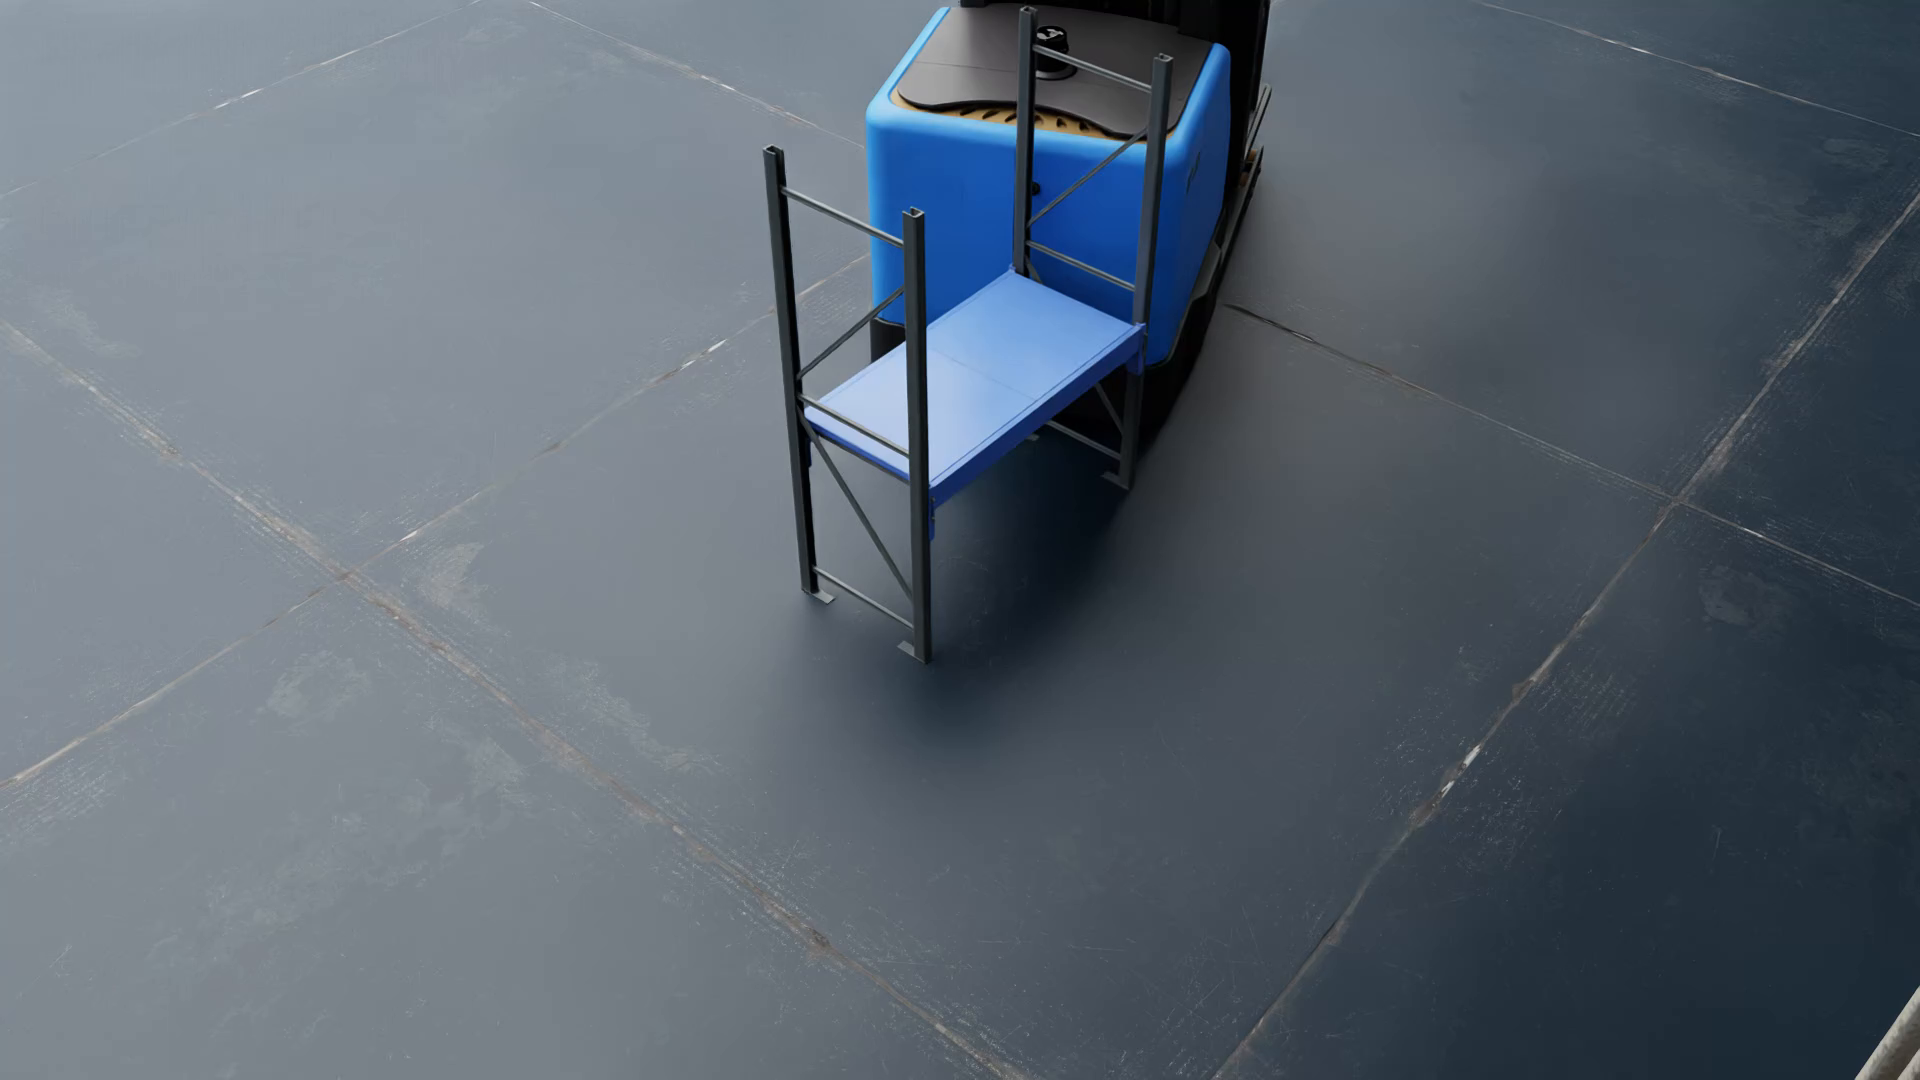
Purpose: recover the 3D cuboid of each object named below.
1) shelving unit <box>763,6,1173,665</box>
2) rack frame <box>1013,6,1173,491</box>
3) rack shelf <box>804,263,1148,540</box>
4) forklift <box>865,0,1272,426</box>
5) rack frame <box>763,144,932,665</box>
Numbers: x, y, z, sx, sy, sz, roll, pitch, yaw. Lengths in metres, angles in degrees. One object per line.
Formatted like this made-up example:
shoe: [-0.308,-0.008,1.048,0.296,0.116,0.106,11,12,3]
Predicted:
shelving unit: [0.043,-0.567,4.759,0.538,1.500,1.048,29,50,28]
rack frame: [0.368,-0.830,5.048,0.500,1.500,0.032,29,50,28]
rack shelf: [0.043,-0.434,4.880,0.538,0.185,1.000,29,50,28]
forklift: [0.610,-2.469,5.787,1.130,2.935,3.031,12,44,13]
rack frame: [-0.283,-0.305,4.470,0.500,1.500,0.032,29,50,28]
